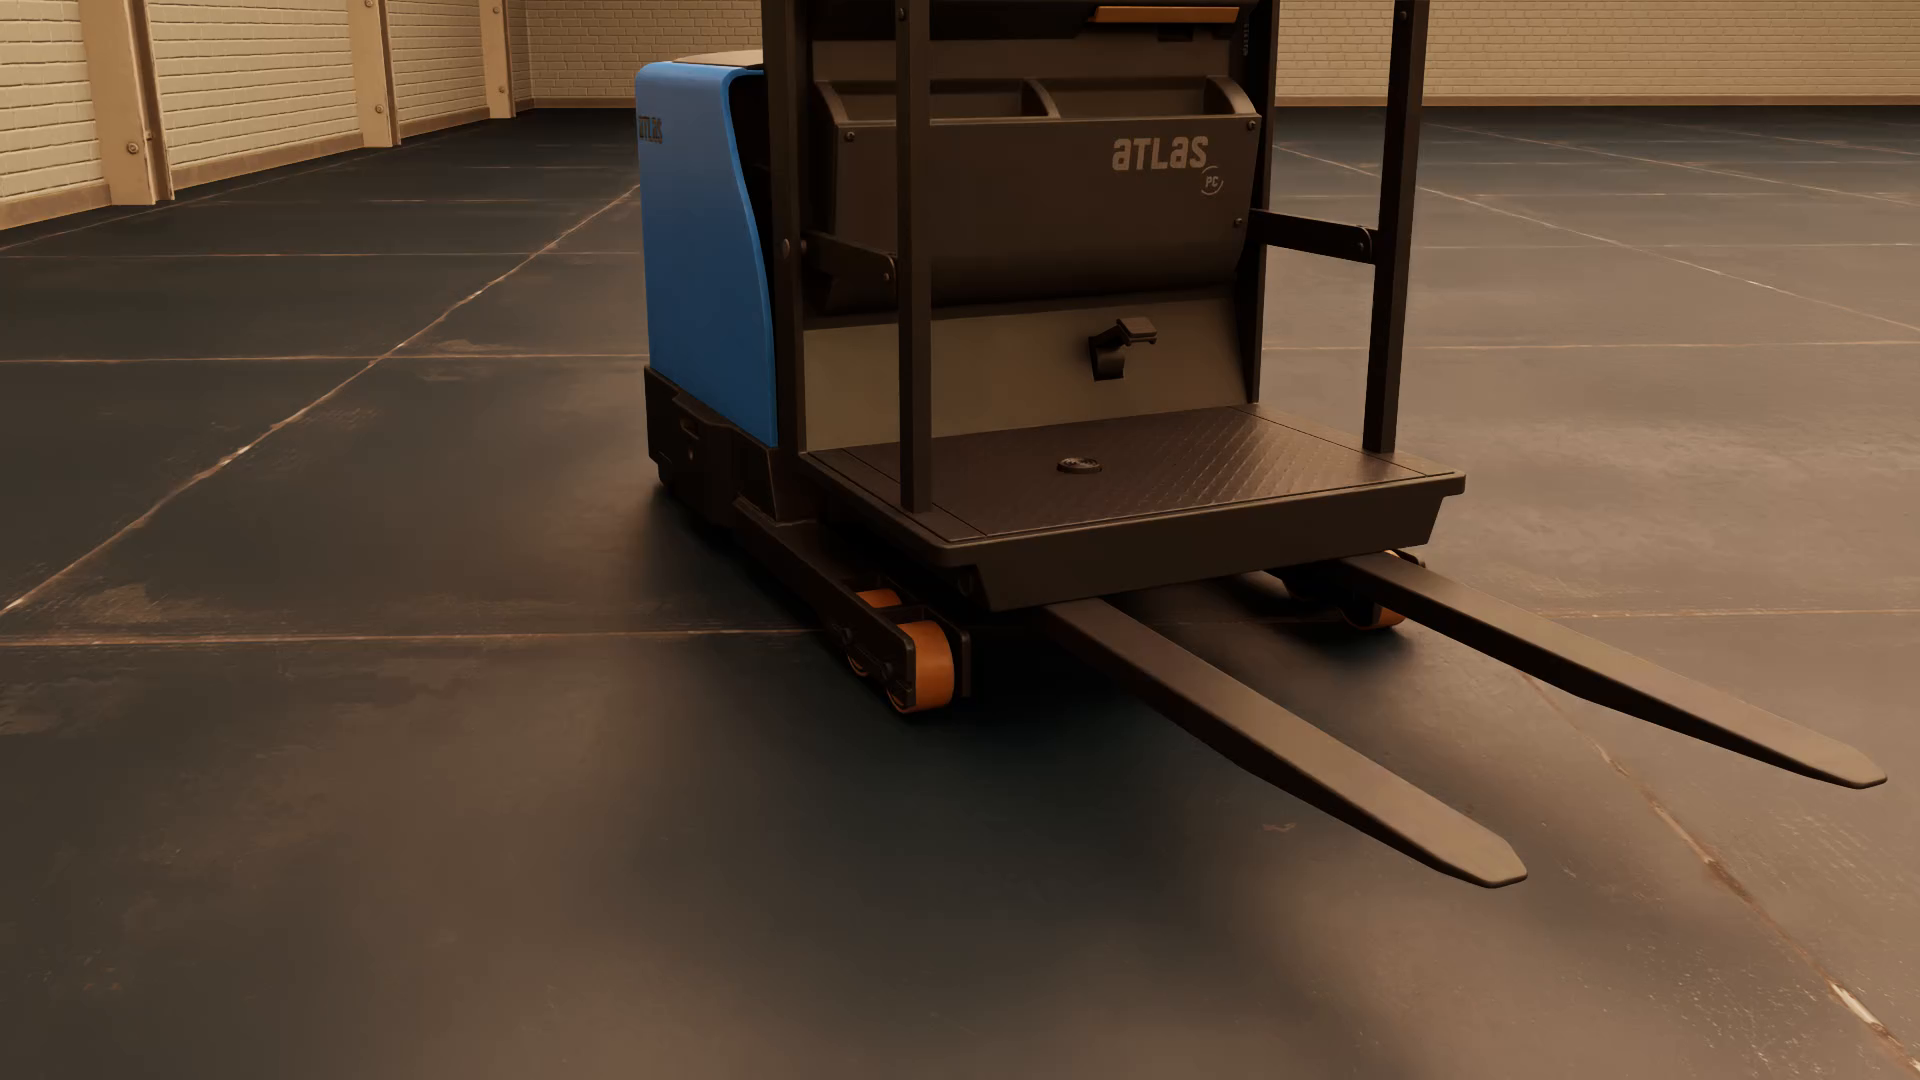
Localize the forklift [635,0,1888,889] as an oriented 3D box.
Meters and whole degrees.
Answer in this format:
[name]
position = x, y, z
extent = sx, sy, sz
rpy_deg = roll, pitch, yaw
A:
[forklift]
position = 0.258, -1.240, 2.962
extent = 1.130, 2.935, 3.031
rpy_deg = -8, 19, -24
